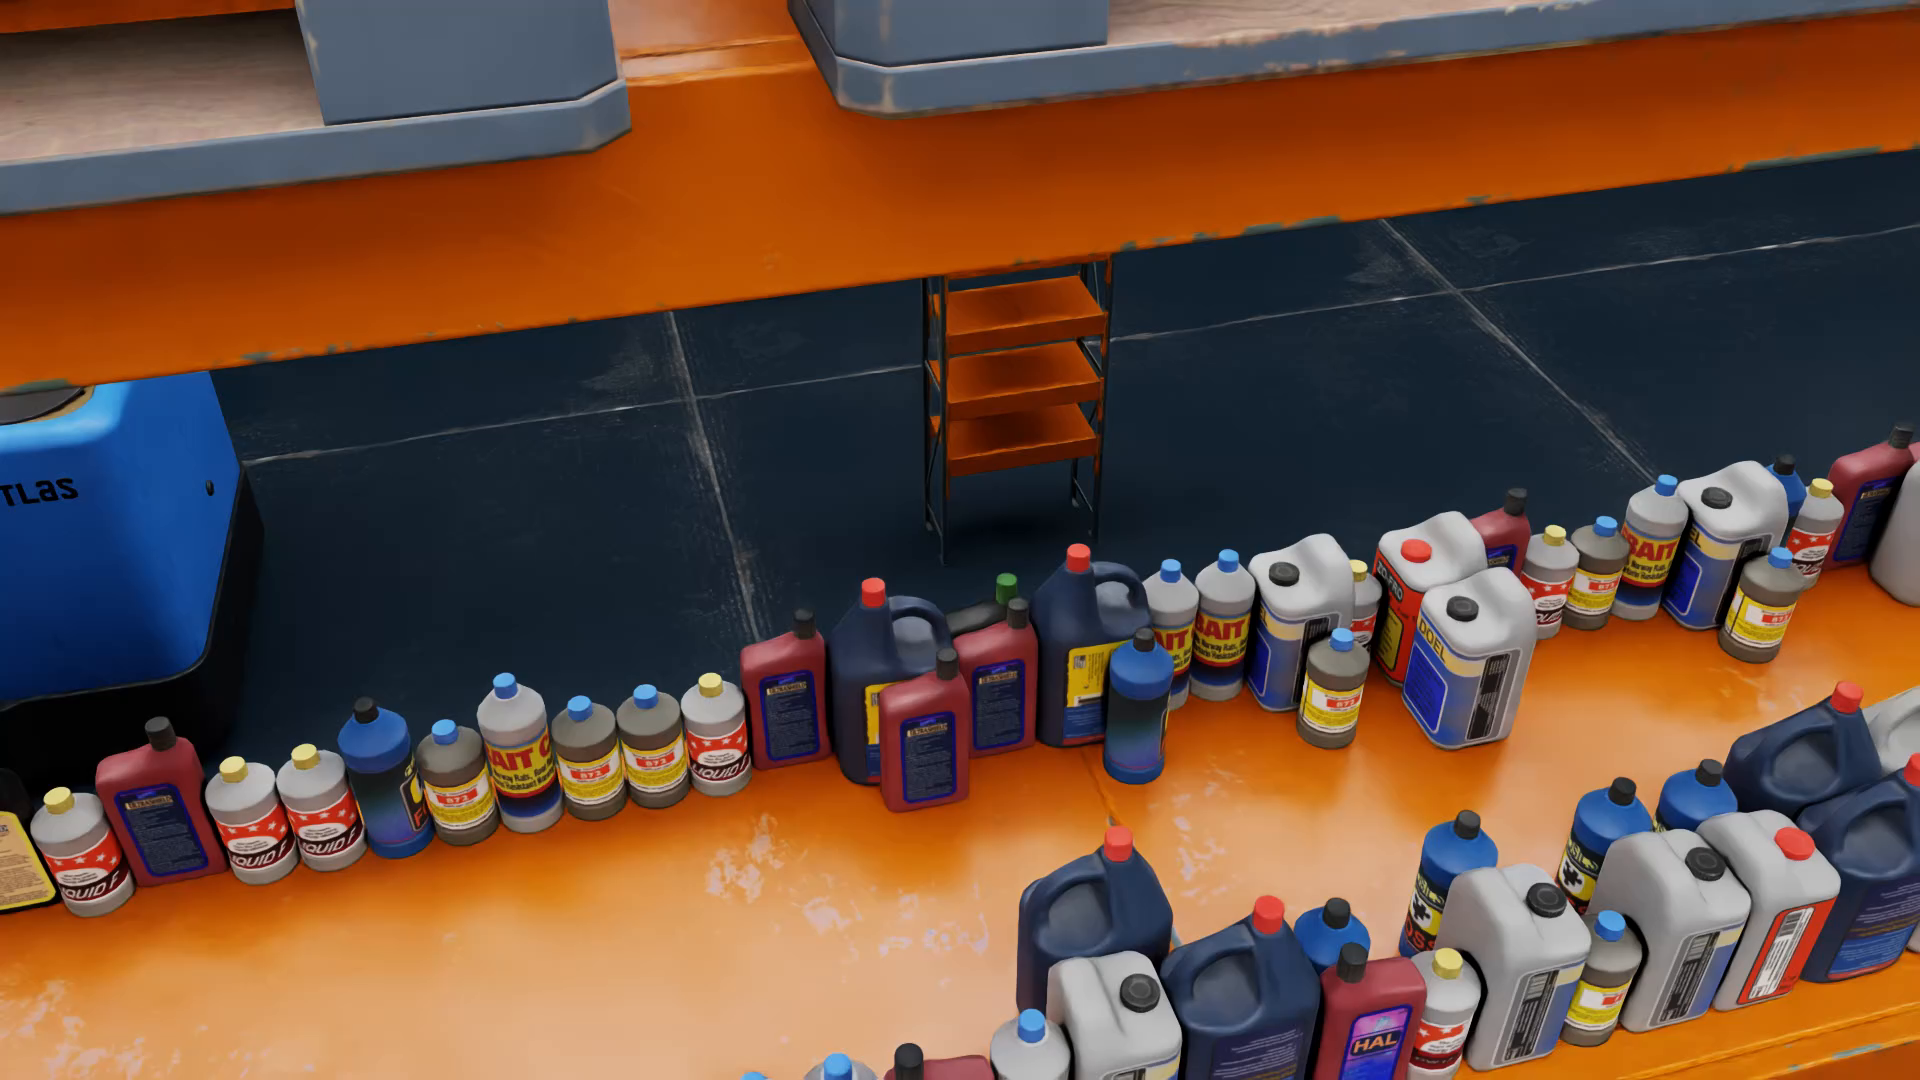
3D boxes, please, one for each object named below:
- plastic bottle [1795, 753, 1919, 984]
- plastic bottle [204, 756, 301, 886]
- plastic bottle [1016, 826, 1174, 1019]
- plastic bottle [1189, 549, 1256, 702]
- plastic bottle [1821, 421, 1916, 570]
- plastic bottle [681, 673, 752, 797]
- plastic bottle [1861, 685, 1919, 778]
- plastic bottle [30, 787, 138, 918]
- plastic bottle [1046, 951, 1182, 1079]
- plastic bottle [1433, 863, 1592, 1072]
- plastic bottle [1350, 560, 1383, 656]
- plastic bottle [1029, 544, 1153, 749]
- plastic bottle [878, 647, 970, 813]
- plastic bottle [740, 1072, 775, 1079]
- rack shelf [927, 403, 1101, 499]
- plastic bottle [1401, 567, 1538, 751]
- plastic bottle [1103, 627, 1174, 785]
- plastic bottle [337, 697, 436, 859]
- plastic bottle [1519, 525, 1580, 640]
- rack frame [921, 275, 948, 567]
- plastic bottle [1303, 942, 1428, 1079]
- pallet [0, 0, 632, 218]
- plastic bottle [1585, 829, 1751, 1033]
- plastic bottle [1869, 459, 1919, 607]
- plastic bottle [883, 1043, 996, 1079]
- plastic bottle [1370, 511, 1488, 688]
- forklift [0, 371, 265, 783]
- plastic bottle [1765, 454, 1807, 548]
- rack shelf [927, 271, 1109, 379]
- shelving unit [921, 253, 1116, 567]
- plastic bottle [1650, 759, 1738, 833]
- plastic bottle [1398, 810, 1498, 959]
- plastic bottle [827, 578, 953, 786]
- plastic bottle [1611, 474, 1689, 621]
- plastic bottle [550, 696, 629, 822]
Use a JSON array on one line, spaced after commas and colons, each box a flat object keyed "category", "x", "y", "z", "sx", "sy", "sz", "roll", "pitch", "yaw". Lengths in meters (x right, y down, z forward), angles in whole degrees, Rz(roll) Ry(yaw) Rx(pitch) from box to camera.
[{"category": "plastic bottle", "x": 1.229, "y": 0.431, "z": 2.258, "sx": 0.185, "sy": 0.351, "sz": 0.144, "roll": -9, "pitch": 38, "yaw": -12}, {"category": "plastic bottle", "x": -1.034, "y": 0.399, "z": 2.423, "sx": 0.097, "sy": 0.201, "sz": 0.097, "roll": 0, "pitch": 37, "yaw": 0}, {"category": "plastic bottle", "x": 0.174, "y": 0.509, "z": 2.157, "sx": 0.185, "sy": 0.351, "sz": 0.144, "roll": -9, "pitch": 38, "yaw": -12}, {"category": "plastic bottle", "x": 0.426, "y": 0.132, "z": 2.715, "sx": 0.097, "sy": 0.271, "sz": 0.097, "roll": 0, "pitch": 37, "yaw": 0}, {"category": "plastic bottle", "x": 1.615, "y": -0.080, "z": 2.981, "sx": 0.133, "sy": 0.283, "sz": 0.061, "roll": -9, "pitch": 38, "yaw": -12}, {"category": "plastic bottle", "x": -0.376, "y": 0.291, "z": 2.564, "sx": 0.097, "sy": 0.201, "sz": 0.097, "roll": 0, "pitch": 37, "yaw": 0}, {"category": "plastic bottle", "x": 1.370, "y": 0.318, "z": 2.407, "sx": 0.185, "sy": 0.351, "sz": 0.144, "roll": -9, "pitch": 38, "yaw": -12}, {"category": "plastic bottle", "x": -1.257, "y": 0.436, "z": 2.375, "sx": 0.097, "sy": 0.201, "sz": 0.097, "roll": 0, "pitch": 37, "yaw": 0}, {"category": "plastic bottle", "x": 0.189, "y": 0.629, "z": 2.061, "sx": 0.135, "sy": 0.276, "sz": 0.152, "roll": -9, "pitch": 38, "yaw": -12}, {"category": "plastic bottle", "x": 0.720, "y": 0.542, "z": 2.175, "sx": 0.135, "sy": 0.276, "sz": 0.152, "roll": -9, "pitch": 38, "yaw": -12}, {"category": "plastic bottle", "x": 0.650, "y": 0.123, "z": 2.784, "sx": 0.097, "sy": 0.201, "sz": 0.097, "roll": 0, "pitch": 37, "yaw": 0}, {"category": "plastic bottle", "x": 0.202, "y": 0.152, "z": 2.624, "sx": 0.185, "sy": 0.351, "sz": 0.144, "roll": -9, "pitch": 38, "yaw": -12}, {"category": "plastic bottle", "x": -0.054, "y": 0.285, "z": 2.505, "sx": 0.133, "sy": 0.283, "sz": 0.061, "roll": -9, "pitch": 38, "yaw": -12}, {"category": "plastic bottle", "x": -0.233, "y": 0.717, "z": 1.949, "sx": 0.097, "sy": 0.271, "sz": 0.097, "roll": 0, "pitch": 37, "yaw": 0}, {"category": "rack shelf", "x": 0.160, "y": -0.292, "z": 5.081, "sx": 0.480, "sy": 0.148, "sz": 0.258, "roll": -9, "pitch": 38, "yaw": -12}, {"category": "plastic bottle", "x": 0.809, "y": 0.180, "z": 2.648, "sx": 0.135, "sy": 0.276, "sz": 0.152, "roll": -9, "pitch": 38, "yaw": -12}, {"category": "plastic bottle", "x": 0.276, "y": 0.247, "z": 2.564, "sx": 0.097, "sy": 0.271, "sz": 0.097, "roll": 0, "pitch": 37, "yaw": 0}, {"category": "plastic bottle", "x": -0.846, "y": 0.340, "z": 2.442, "sx": 0.097, "sy": 0.271, "sz": 0.097, "roll": 0, "pitch": 37, "yaw": 0}, {"category": "plastic bottle", "x": 1.003, "y": 0.065, "z": 2.860, "sx": 0.097, "sy": 0.201, "sz": 0.097, "roll": 0, "pitch": 37, "yaw": 0}, {"category": "rack frame", "x": -0.076, "y": -0.464, "z": 4.869, "sx": 0.015, "sy": 1.200, "sz": 0.240, "roll": -9, "pitch": 38, "yaw": -12}, {"category": "plastic bottle", "x": 0.508, "y": 0.603, "z": 2.090, "sx": 0.133, "sy": 0.283, "sz": 0.061, "roll": -9, "pitch": 38, "yaw": -12}, {"category": "pallet", "x": -0.888, "y": -0.502, "z": 1.124, "sx": 1.213, "sy": 0.211, "sz": 1.003, "roll": -9, "pitch": 38, "yaw": -12}, {"category": "plastic bottle", "x": 0.944, "y": 0.505, "z": 2.223, "sx": 0.135, "sy": 0.276, "sz": 0.152, "roll": -9, "pitch": 38, "yaw": -12}, {"category": "plastic bottle", "x": 1.746, "y": -0.063, "z": 2.905, "sx": 0.185, "sy": 0.351, "sz": 0.144, "roll": -9, "pitch": 38, "yaw": -12}, {"category": "plastic bottle", "x": -0.023, "y": 0.690, "z": 1.976, "sx": 0.133, "sy": 0.283, "sz": 0.061, "roll": -9, "pitch": 38, "yaw": -12}, {"category": "plastic bottle", "x": 0.769, "y": 0.091, "z": 2.765, "sx": 0.135, "sy": 0.276, "sz": 0.152, "roll": -9, "pitch": 38, "yaw": -12}, {"category": "forklift", "x": -3.539, "y": -0.673, "z": 3.718, "sx": 3.031, "sy": 2.935, "sz": 1.130, "roll": -8, "pitch": 38, "yaw": -10}, {"category": "plastic bottle", "x": 1.415, "y": -0.031, "z": 2.927, "sx": 0.097, "sy": 0.271, "sz": 0.097, "roll": 0, "pitch": 37, "yaw": 0}, {"category": "rack shelf", "x": 0.160, "y": -0.627, "z": 4.825, "sx": 0.480, "sy": 0.148, "sz": 0.258, "roll": -9, "pitch": 38, "yaw": -12}, {"category": "shelving unit", "x": 0.160, "y": -0.503, "z": 4.920, "sx": 0.503, "sy": 1.200, "sz": 0.258, "roll": -9, "pitch": 38, "yaw": -12}, {"category": "plastic bottle", "x": 1.023, "y": 0.416, "z": 2.344, "sx": 0.097, "sy": 0.271, "sz": 0.097, "roll": 0, "pitch": 37, "yaw": 0}, {"category": "plastic bottle", "x": 0.669, "y": 0.474, "z": 2.268, "sx": 0.097, "sy": 0.271, "sz": 0.097, "roll": 0, "pitch": 37, "yaw": 0}, {"category": "plastic bottle", "x": -0.105, "y": 0.202, "z": 2.558, "sx": 0.185, "sy": 0.351, "sz": 0.144, "roll": -9, "pitch": 38, "yaw": -12}, {"category": "plastic bottle", "x": 1.191, "y": 0.006, "z": 2.879, "sx": 0.097, "sy": 0.271, "sz": 0.097, "roll": 0, "pitch": 37, "yaw": 0}, {"category": "plastic bottle", "x": -0.564, "y": 0.322, "z": 2.524, "sx": 0.097, "sy": 0.201, "sz": 0.097, "roll": 0, "pitch": 37, "yaw": 0}]
